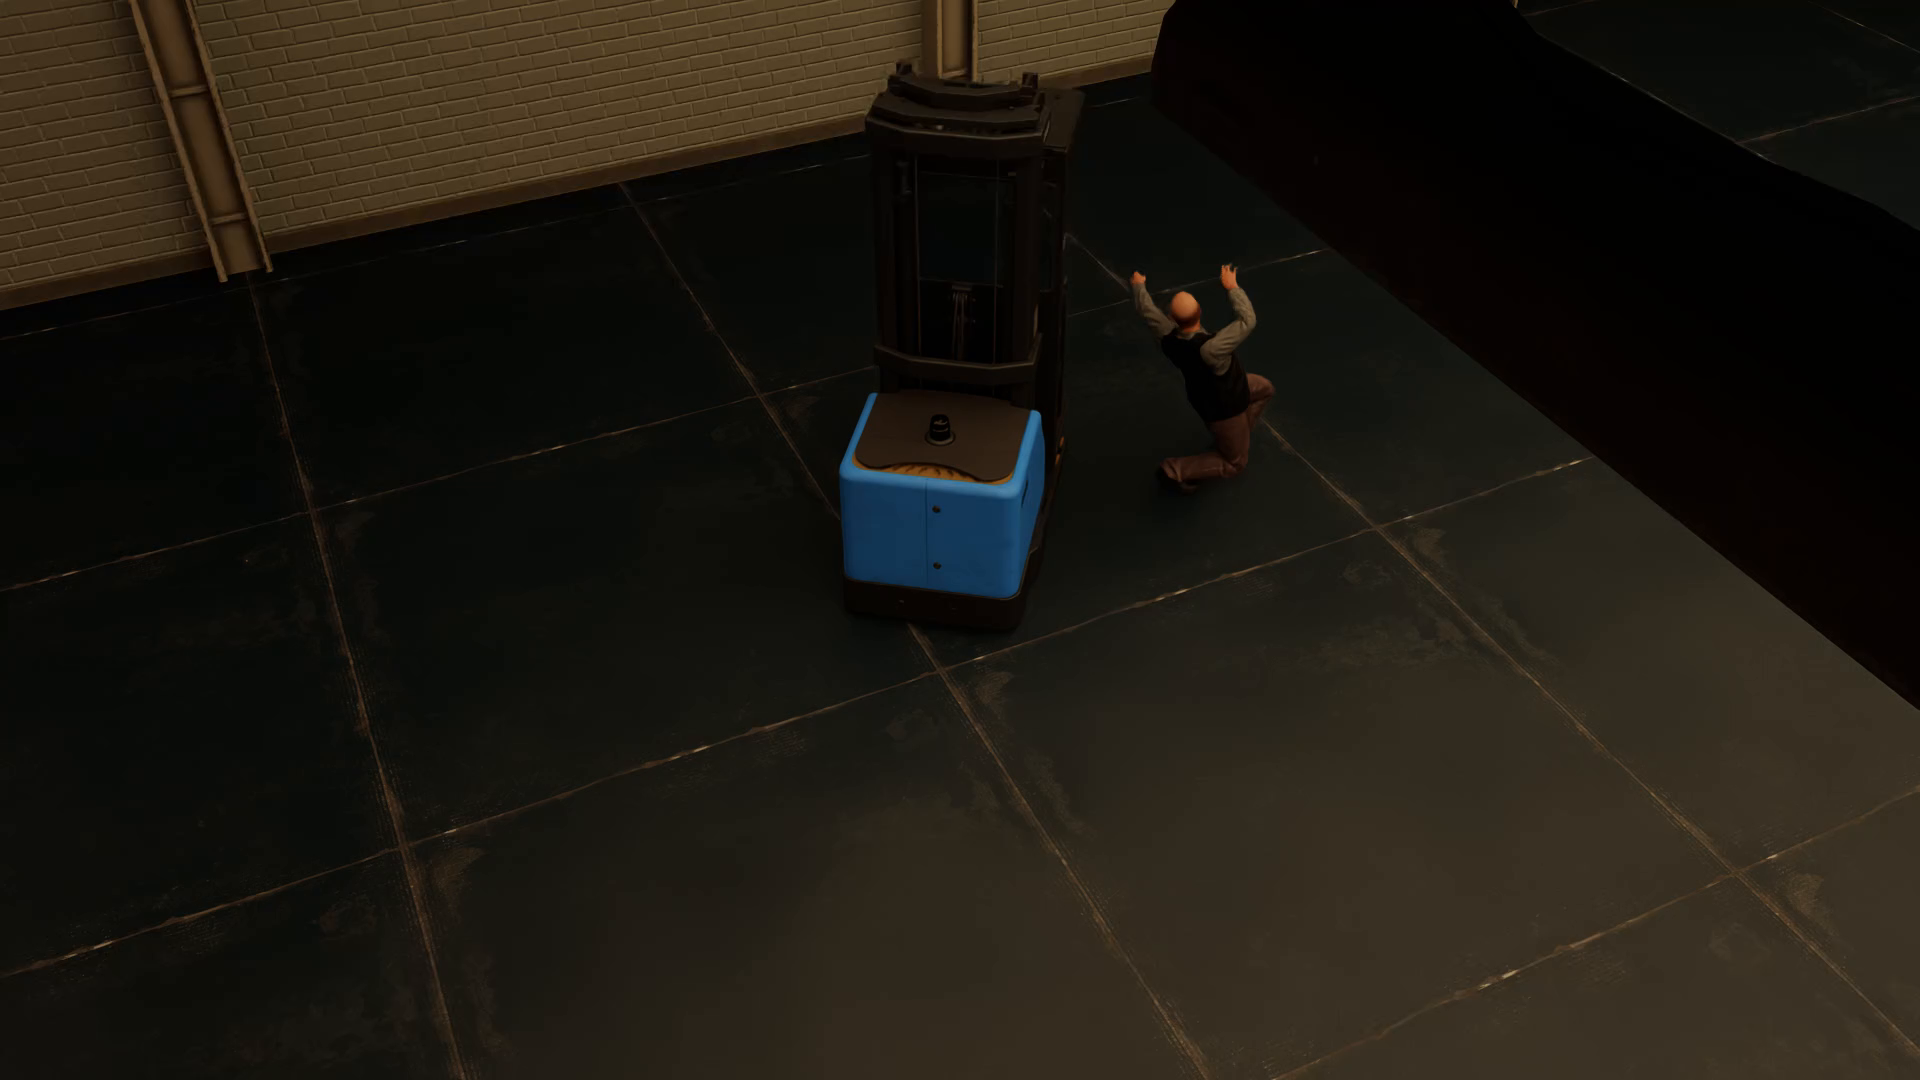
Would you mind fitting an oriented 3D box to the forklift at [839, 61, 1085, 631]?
[{"bbox_3d":[0.100,-1.553,9.877,1.130,2.935,3.031,7,40,8],"label":"forklift"}]

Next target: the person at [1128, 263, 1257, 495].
[{"bbox_3d":[1.497,-1.112,10.474,0.739,1.541,1.064,-11,41,-13],"label":"person"}]
